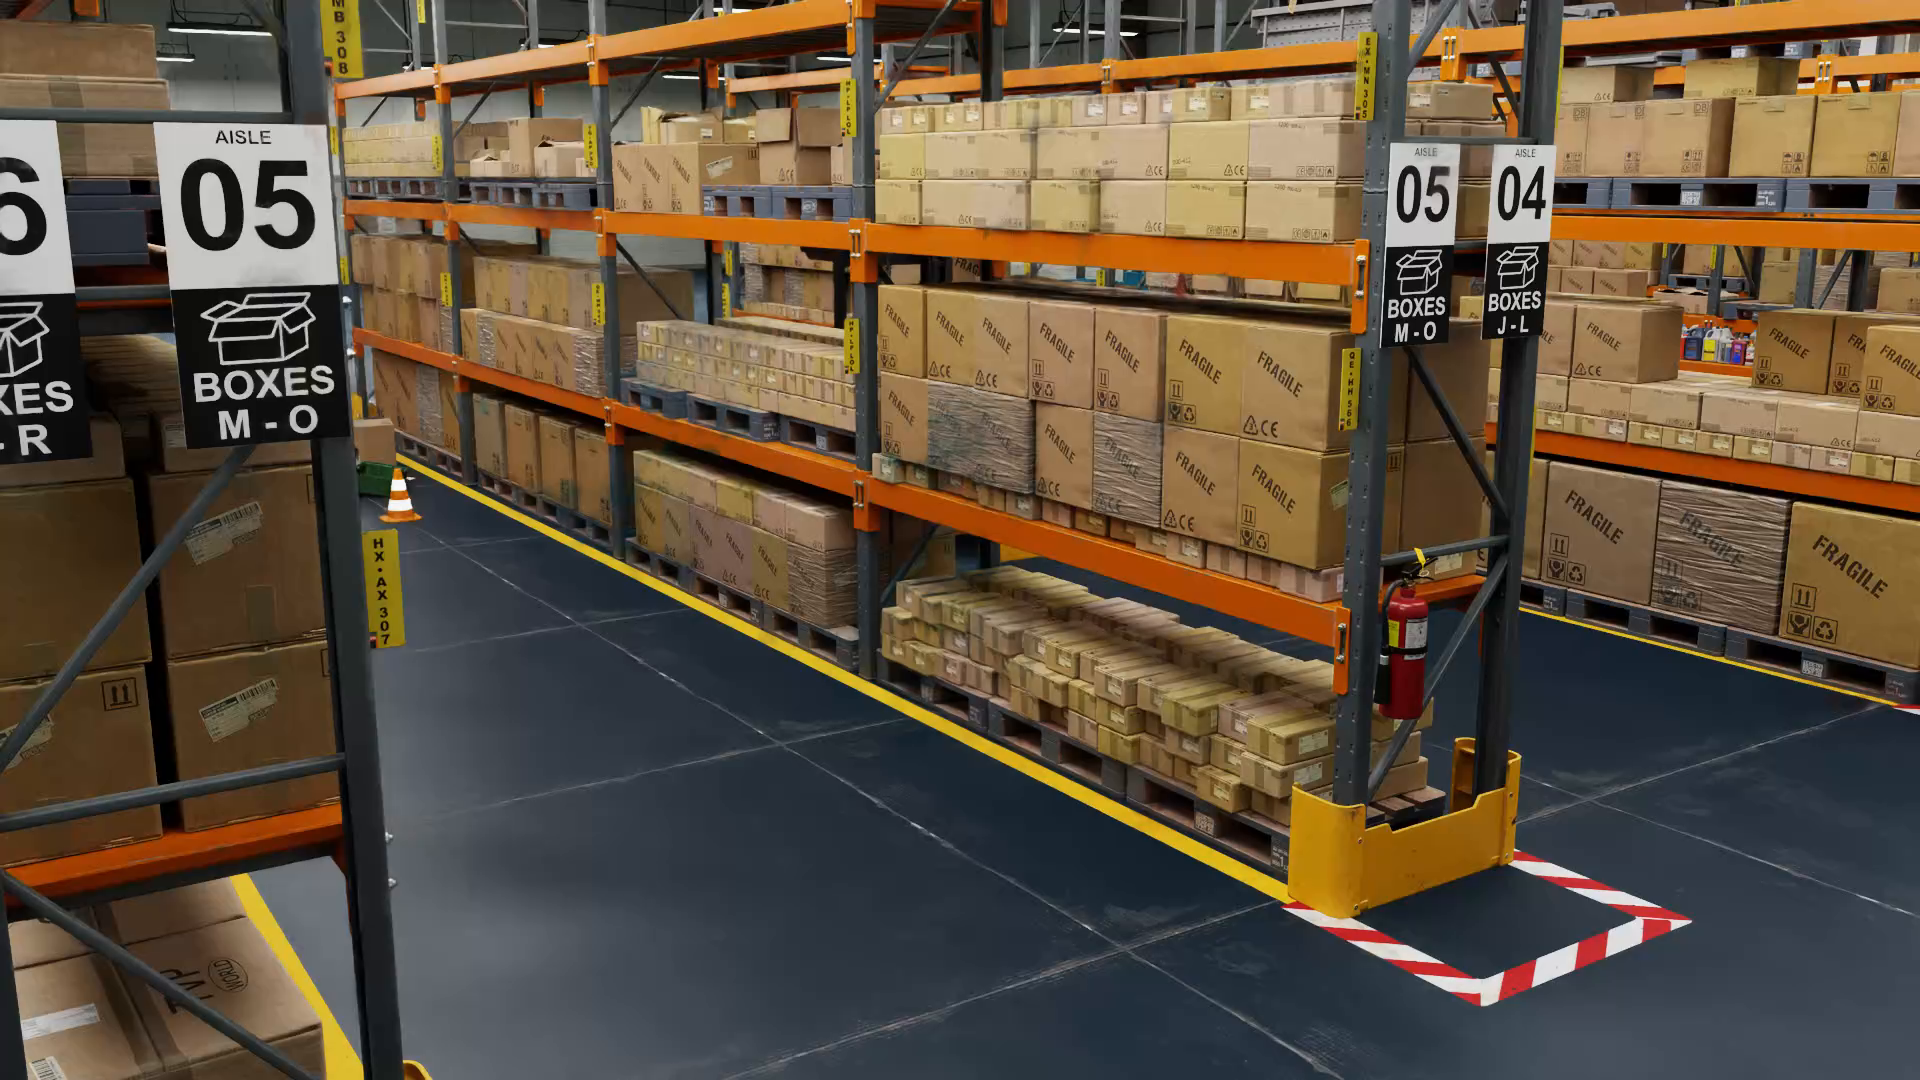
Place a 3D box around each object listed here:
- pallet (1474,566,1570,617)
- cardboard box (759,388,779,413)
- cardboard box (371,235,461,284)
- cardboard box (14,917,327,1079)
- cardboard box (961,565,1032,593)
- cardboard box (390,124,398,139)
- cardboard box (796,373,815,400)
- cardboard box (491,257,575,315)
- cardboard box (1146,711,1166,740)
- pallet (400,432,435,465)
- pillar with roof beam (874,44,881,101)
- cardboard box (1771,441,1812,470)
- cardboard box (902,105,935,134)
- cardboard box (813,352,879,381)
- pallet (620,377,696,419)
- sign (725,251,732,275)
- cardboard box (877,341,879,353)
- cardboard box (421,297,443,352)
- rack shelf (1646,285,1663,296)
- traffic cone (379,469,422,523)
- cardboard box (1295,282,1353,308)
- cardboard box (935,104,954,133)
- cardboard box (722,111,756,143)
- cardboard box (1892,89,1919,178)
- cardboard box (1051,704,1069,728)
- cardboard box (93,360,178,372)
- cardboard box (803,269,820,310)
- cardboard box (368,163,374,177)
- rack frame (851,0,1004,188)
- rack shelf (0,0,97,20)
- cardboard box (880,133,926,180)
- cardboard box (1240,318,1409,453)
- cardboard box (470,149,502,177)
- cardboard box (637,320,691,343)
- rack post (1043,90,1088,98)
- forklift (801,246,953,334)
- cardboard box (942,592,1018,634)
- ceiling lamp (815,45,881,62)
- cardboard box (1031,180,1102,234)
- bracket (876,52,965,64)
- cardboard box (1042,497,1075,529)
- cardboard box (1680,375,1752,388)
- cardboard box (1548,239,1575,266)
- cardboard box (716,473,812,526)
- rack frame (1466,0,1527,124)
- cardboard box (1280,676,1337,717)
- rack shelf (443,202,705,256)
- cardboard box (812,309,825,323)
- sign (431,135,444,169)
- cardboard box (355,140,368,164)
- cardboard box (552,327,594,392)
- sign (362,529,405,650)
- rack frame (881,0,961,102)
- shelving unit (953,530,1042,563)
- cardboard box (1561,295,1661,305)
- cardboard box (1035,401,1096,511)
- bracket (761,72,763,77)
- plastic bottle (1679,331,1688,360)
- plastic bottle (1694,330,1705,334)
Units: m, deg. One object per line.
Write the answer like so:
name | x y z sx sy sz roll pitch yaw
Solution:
pallet | 4.356 0.283 12.575 1.003 0.211 1.213 -8 15 -33
cardboard box | -1.148 -0.969 11.375 0.380 0.149 0.250 -9 15 -35
cardboard box | -6.279 -3.232 19.243 0.875 0.550 0.550 -8 15 -33
cardboard box | -2.483 1.601 5.032 0.875 0.438 0.875 -9 15 -35
cardboard box | 0.229 0.275 10.383 0.380 0.149 0.250 -8 14 -31
cardboard box | -5.784 -4.316 17.559 0.380 0.149 0.250 -8 15 -33
cardboard box | -0.852 -1.021 10.919 0.380 0.149 0.250 -7 14 -30
cardboard box | -4.051 -2.436 15.906 0.700 0.500 0.500 -8 15 -34
cardboard box | 1.149 0.886 8.281 0.380 0.149 0.250 -8 15 -33
pallet | -5.654 -1.077 18.793 1.003 0.211 1.213 -8 15 -33
pillar with roof beam | -6.051 -11.784 47.186 9.100 9.000 0.548 -8 15 -33
cardboard box | 5.323 -0.550 10.442 0.380 0.149 0.250 -8 15 -32
cardboard box | -0.102 -2.353 9.327 0.380 0.149 0.250 -9 15 -35
cardboard box | -0.720 -1.124 10.692 0.380 0.149 0.250 -9 15 -34
pallet | -1.918 -1.158 13.087 1.213 0.211 1.003 -8 15 -33
sign | -3.100 -3.717 22.310 0.100 0.325 0.005 -8 15 -33
cardboard box | -0.456 -1.292 11.460 0.380 0.149 0.250 -8 15 -34
cardboard box | -5.155 -2.310 17.554 0.875 0.550 0.550 -8 15 -33
rack shelf | 10.830 -4.410 29.190 1.077 0.370 4.000 -8 15 -33
traffic cone | -5.131 -0.421 15.204 0.336 0.463 0.334 -8 15 -33
cardboard box | 3.269 -1.999 13.899 0.797 0.503 0.637 -8 15 -32
cardboard box | 0.084 -2.315 9.154 0.380 0.149 0.250 -8 15 -33
cardboard box | -1.664 -3.124 12.578 0.396 0.266 0.258 -8 15 -33
cardboard box | 5.884 -2.367 9.692 0.700 0.500 0.500 -9 15 -36
cardboard box | 0.711 0.899 8.919 0.380 0.149 0.250 -8 14 -31
cardboard box | -2.706 -0.522 5.635 0.380 0.149 0.250 -8 15 -32
cardboard box | -1.481 -3.192 21.007 0.875 0.500 0.500 -8 15 -33
cardboard box | -6.351 -4.107 18.472 0.380 0.149 0.250 -8 15 -33
rack frame | -0.185 -3.586 9.694 1.000 3.000 0.127 -8 15 -33
rack shelf | -5.358 -2.791 8.679 1.077 0.370 4.000 -8 15 -33
cardboard box | -0.118 -2.177 9.456 0.500 0.250 0.500 -8 14 -31
cardboard box | 1.571 -0.678 7.170 0.500 0.500 0.500 -8 15 -34
cardboard box | -4.491 -3.594 15.853 0.258 0.266 0.396 -8 15 -34
cardboard box | -2.304 -1.633 13.022 0.380 0.149 0.250 -8 15 -33
rack post | 1.788 -6.481 24.106 0.937 0.300 0.954 -6 14 -27
forklift | -0.786 -1.754 15.522 1.130 2.935 3.031 -8 15 -31
cardboard box | 0.118 0.423 9.704 0.380 0.149 0.250 -8 15 -34
ceiling lamp | -2.733 -13.318 40.536 2.000 3.185 0.800 -8 15 -33
cardboard box | 0.696 -1.657 8.248 0.500 0.250 0.500 -7 14 -30
bracket | -1.105 -13.478 46.507 0.076 0.066 4.783 -8 15 -33
cardboard box | 0.657 -0.172 8.717 0.380 0.149 0.250 -7 14 -31
cardboard box | 5.313 -0.976 11.456 0.500 0.250 0.500 -8 15 -34
cardboard box | 10.579 -5.027 28.878 0.500 0.500 0.500 -8 14 -31
cardboard box | -1.386 -0.293 11.793 0.500 0.250 0.500 -9 15 -35
rack frame | 5.907 -5.452 18.230 1.000 3.000 0.127 -8 15 -33
cardboard box | 1.771 0.785 8.047 0.380 0.149 0.250 -8 15 -32
rack shelf | -3.509 -2.836 14.971 1.077 0.370 4.000 -8 15 -33
cardboard box | -1.615 -2.796 20.714 0.380 0.149 0.250 -8 15 -33
sign | -5.079 -3.768 16.155 0.100 0.325 0.005 -8 15 -33
cardboard box | -6.498 -4.374 18.759 0.500 0.250 0.500 -8 15 -33
cardboard box | -3.149 -1.552 14.205 0.500 0.500 0.500 -8 15 -33
sign | -1.568 0.134 4.515 0.100 0.325 0.005 -8 15 -33
rack frame | -0.432 -5.578 18.803 1.000 3.000 0.127 -8 15 -33
shelving unit | 0.192 -0.666 13.895 0.587 1.500 1.083 -8 15 -31
cardboard box | 4.752 -1.523 12.203 0.500 0.500 0.500 -8 15 -32
cardboard box | 0.730 -0.458 8.506 0.500 0.500 0.500 -7 14 -30
bracket | -6.317 -15.151 54.157 0.235 0.232 0.430 -8 15 -33
plastic bottle | 7.154 -1.936 16.484 0.152 0.276 0.135 -8 15 -33
plastic bottle | 7.544 -2.024 16.885 0.152 0.276 0.135 -8 15 -33
